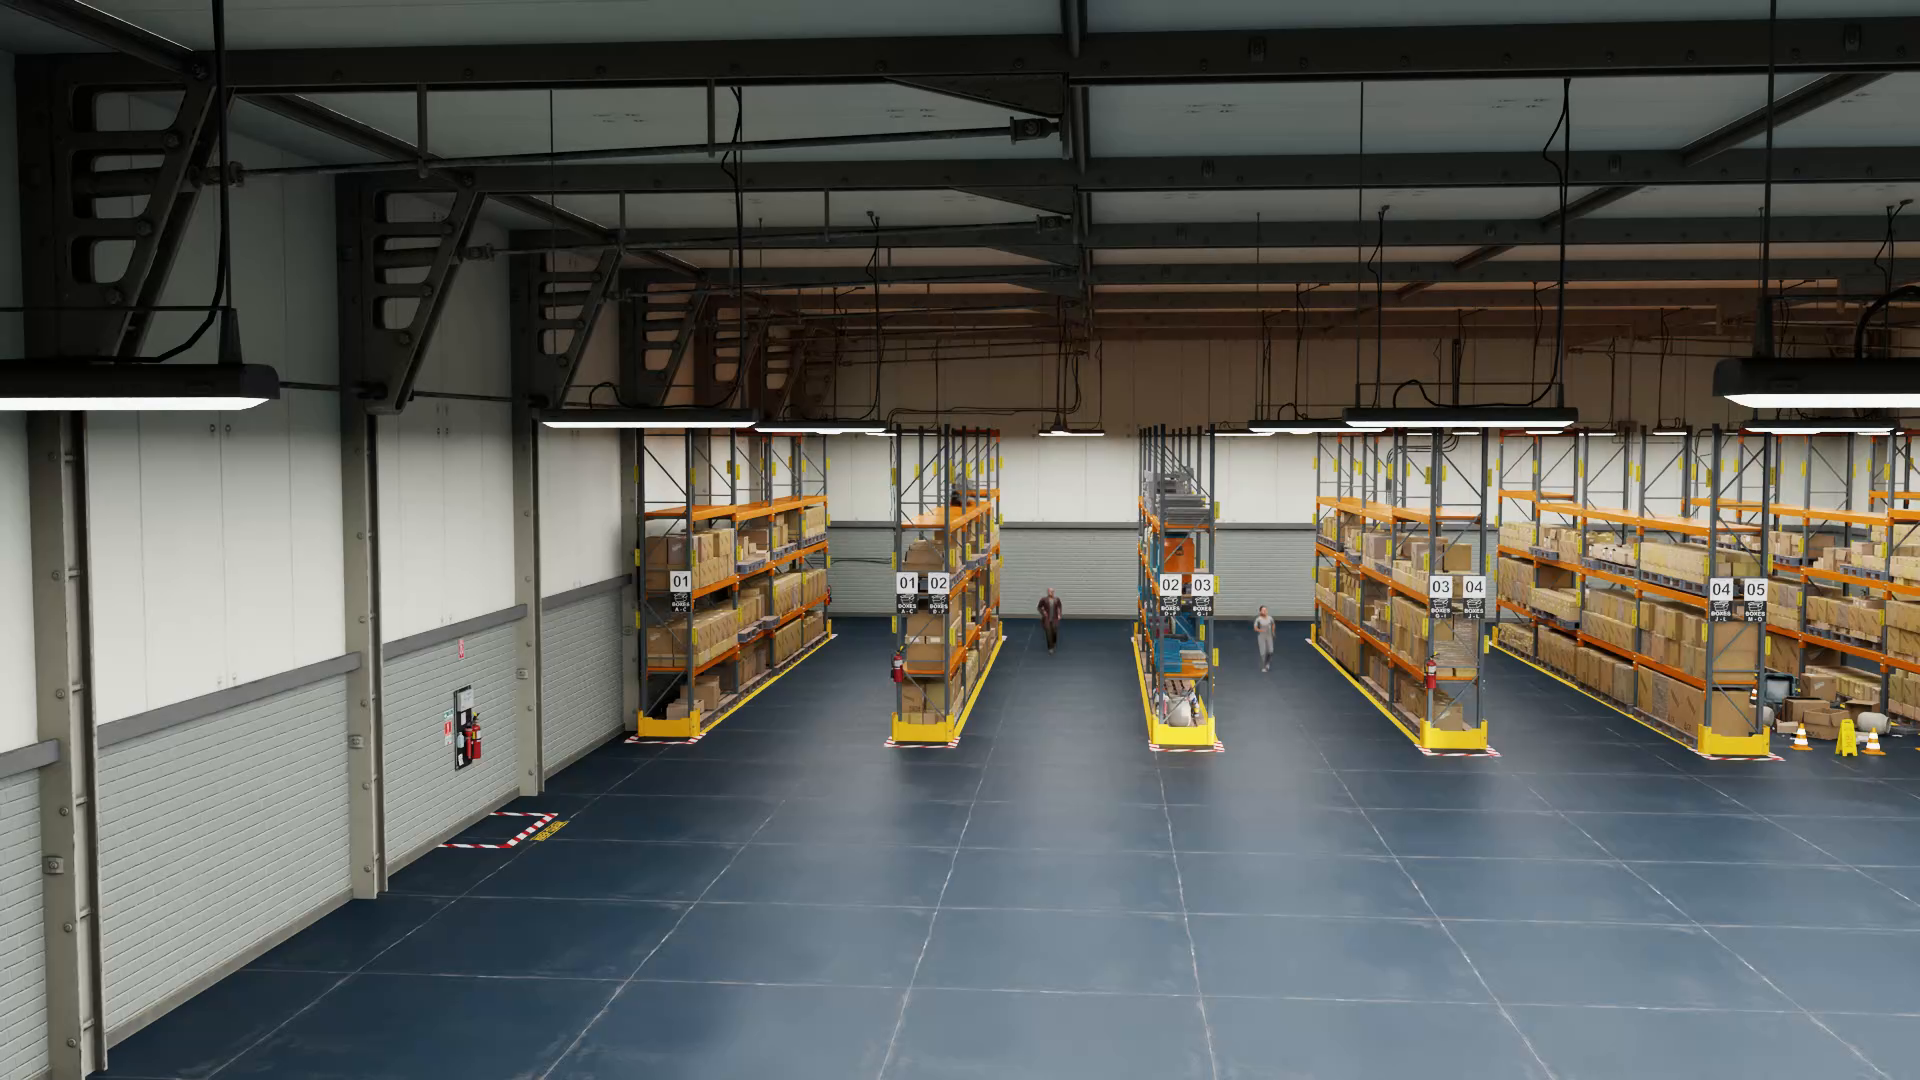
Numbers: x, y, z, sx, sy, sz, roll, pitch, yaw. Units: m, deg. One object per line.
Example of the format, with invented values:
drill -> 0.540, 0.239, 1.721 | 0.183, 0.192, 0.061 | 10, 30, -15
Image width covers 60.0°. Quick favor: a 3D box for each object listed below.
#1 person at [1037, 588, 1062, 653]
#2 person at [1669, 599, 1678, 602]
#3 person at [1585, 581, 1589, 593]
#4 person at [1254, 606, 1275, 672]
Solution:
person -> 2.415, 2.151, 44.438 | 0.693, 1.747, 0.599 | 0, 3, -5
person -> 20.356, 1.969, 47.258 | 0.929, 1.729, 0.724 | 3, 5, 40
person -> 17.884, 2.025, 47.344 | 0.811, 1.712, 0.602 | 1, 4, 10
person -> 7.475, 2.425, 40.683 | 0.567, 1.630, 0.567 | 0, 3, -1
